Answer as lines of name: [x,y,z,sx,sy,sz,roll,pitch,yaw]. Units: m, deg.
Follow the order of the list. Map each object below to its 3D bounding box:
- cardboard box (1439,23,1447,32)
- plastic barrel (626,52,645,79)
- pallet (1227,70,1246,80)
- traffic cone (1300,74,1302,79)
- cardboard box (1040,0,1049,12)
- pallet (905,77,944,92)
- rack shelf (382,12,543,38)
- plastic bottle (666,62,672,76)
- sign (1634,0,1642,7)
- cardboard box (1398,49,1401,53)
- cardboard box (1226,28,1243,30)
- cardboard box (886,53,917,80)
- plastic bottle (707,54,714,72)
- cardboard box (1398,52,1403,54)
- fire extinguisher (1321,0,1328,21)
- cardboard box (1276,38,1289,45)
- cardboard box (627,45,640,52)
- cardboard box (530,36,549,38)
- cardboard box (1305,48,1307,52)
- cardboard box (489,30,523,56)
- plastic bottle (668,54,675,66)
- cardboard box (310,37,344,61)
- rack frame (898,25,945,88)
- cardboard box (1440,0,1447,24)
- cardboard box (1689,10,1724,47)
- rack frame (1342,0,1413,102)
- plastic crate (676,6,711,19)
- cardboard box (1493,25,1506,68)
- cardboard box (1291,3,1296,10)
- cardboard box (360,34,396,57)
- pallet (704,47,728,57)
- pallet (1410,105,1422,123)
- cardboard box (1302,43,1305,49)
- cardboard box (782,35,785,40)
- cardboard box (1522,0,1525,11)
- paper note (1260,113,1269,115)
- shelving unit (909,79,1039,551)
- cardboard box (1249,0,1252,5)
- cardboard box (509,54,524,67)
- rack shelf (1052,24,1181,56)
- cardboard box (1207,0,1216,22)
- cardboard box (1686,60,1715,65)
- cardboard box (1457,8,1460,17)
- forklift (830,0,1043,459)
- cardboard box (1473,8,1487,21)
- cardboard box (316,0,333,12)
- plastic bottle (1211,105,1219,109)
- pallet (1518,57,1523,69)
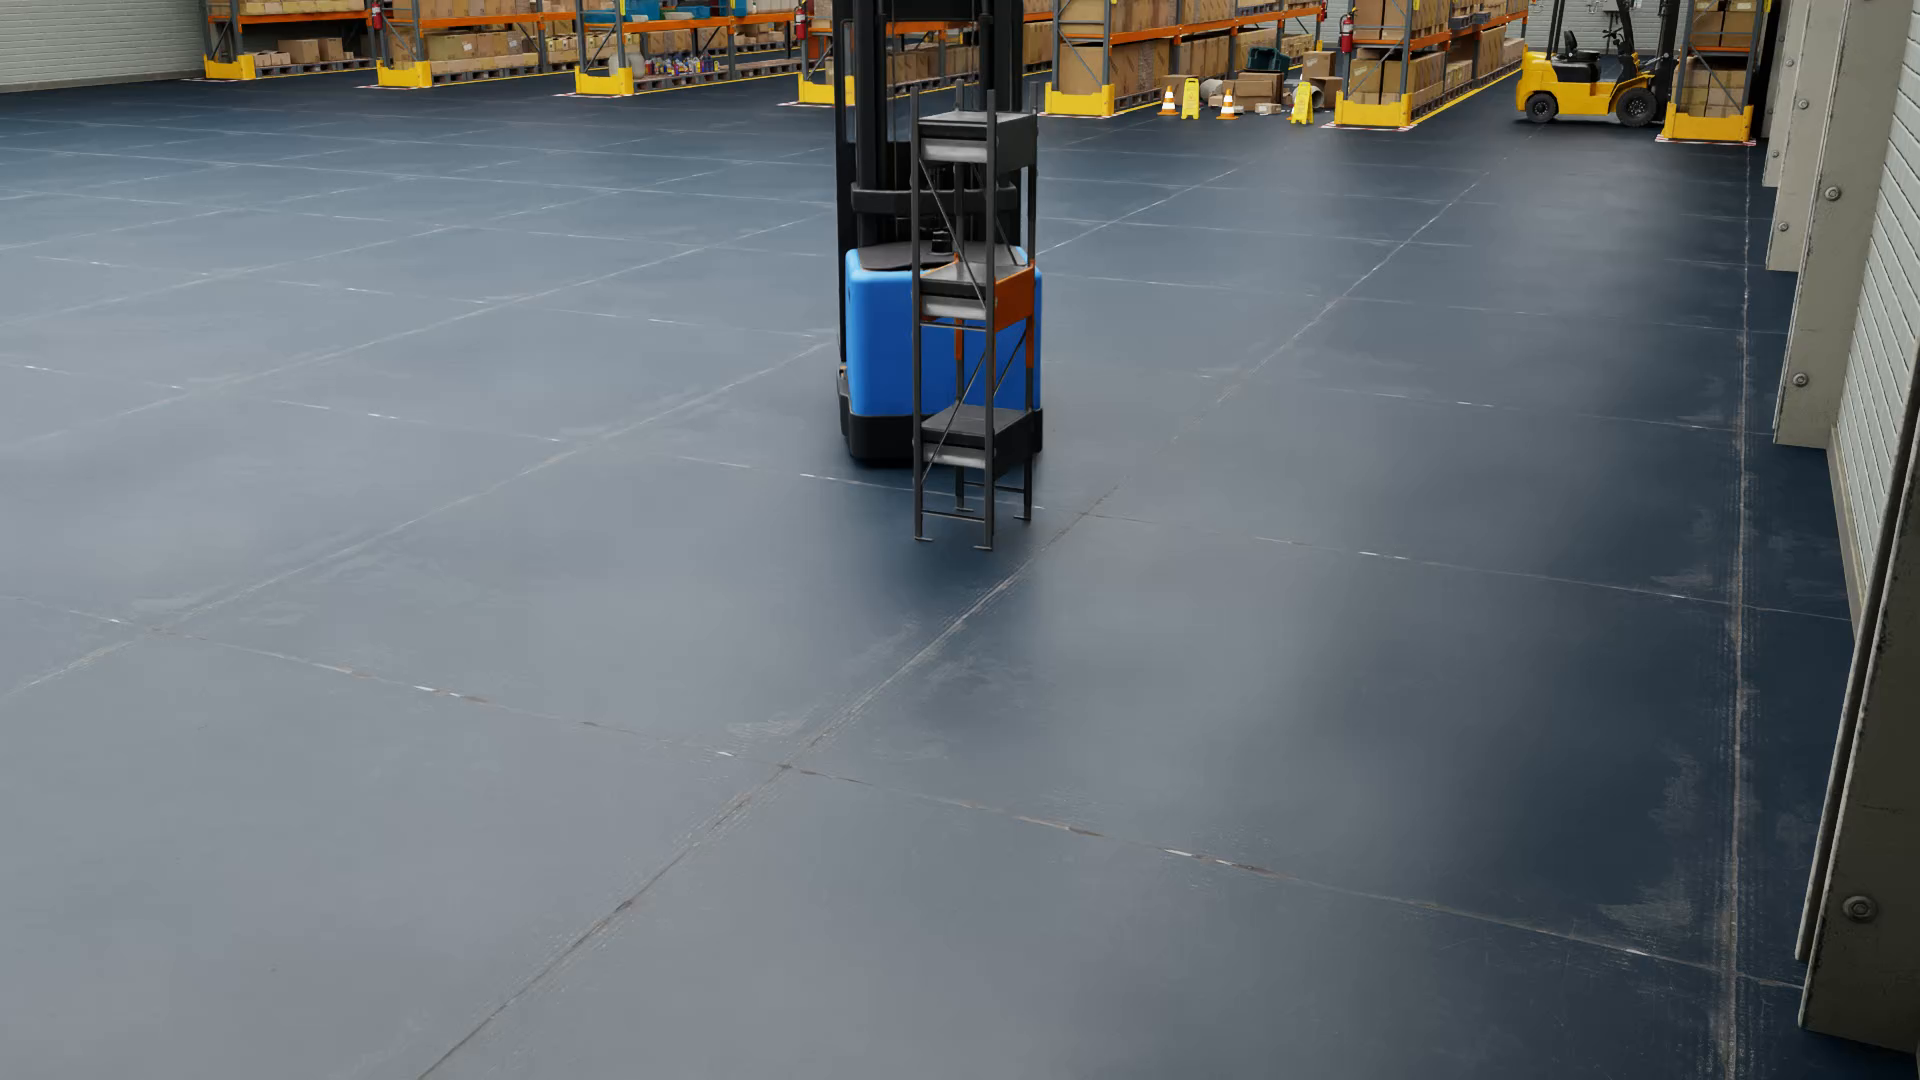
cardboard box: [8.305,-8.987,29.137,0.380,0.149,0.250,9,22,24]
plastic barrel: [-6.539,-9.530,33.374,0.421,0.512,0.421,0,20,0]
pallet: [5.656,-10.118,36.105,1.003,0.211,1.213,9,21,23]
traffic cone: [6.691,-8.924,32.372,0.336,0.463,0.334,9,21,23]
cardboard box: [1.714,-12.378,38.149,0.500,0.500,0.500,8,21,22]
pallet: [-1.030,-9.158,33.405,1.003,0.211,1.213,9,21,23]
rack shelf: [-10.642,-11.092,35.756,1.077,0.370,4.000,9,21,23]
plastic bottle: [-5.917,-9.572,33.823,0.097,0.271,0.097,0,20,0]
sign: [17.848,-14.336,43.944,0.329,0.494,0.001,9,21,23]
cardboard box: [7.451,-8.553,28.932,0.380,0.149,0.250,9,22,25]
cardboard box: [6.213,-11.437,37.636,0.500,0.250,0.500,9,22,24]
cardboard box: [-1.215,-9.409,33.054,0.500,0.500,0.500,17,26,40]
plastic bottle: [-5.306,-10.085,35.145,0.144,0.351,0.185,8,21,21]
cardboard box: [7.558,-8.270,29.103,0.500,0.500,0.500,9,22,25]
fire extinguisher: [9.135,-13.441,41.957,0.296,0.674,0.183,9,21,23]
cardboard box: [7.614,-11.871,39.612,0.380,0.149,0.250,8,21,21]
cardboard box: [-8.178,-11.973,40.637,0.500,0.250,0.500,9,22,24]
cardboard box: [-9.711,-11.532,38.559,0.500,0.311,0.500,9,22,24]
cardboard box: [8.386,-12.143,41.264,0.380,0.149,0.250,8,21,22]
cardboard box: [-10.029,-10.975,36.711,0.500,0.500,0.500,9,21,23]
plastic bottle: [-6.092,-10.073,35.114,0.144,0.351,0.185,8,21,20]
cardboard box: [-14.732,-11.428,38.700,0.500,0.500,0.500,7,21,19]
rack frame: [-0.787,-10.682,33.529,1.000,3.000,0.127,9,21,23]
cardboard box: [8.094,-9.181,28.716,0.500,0.500,0.500,9,22,25]
cardboard box: [11.108,-7.653,24.863,0.500,0.500,0.500,8,21,21]
rack frame: [6.616,-8.100,26.267,1.000,3.000,0.127,9,21,23]
plastic crate: [-5.511,-10.916,34.409,0.499,0.251,0.616,9,21,23]
cardboard box: [11.349,-10.764,36.304,0.875,0.875,0.875,9,22,24]
cardboard box: [7.766,-12.668,39.488,0.380,0.149,0.250,9,21,24]
cardboard box: [-14.058,-11.978,40.247,0.700,0.500,0.500,9,22,25]
pallet: [-6.846,-12.920,43.985,1.003,0.211,1.213,9,21,23]
pallet: [7.012,-7.053,27.485,1.003,0.211,1.213,9,21,23]
cardboard box: [8.243,-12.114,40.740,0.380,0.149,0.250,9,21,24]
cardboard box: [-5.155,-14.272,47.195,0.380,0.166,0.250,9,21,23]
cardboard box: [12.993,-12.703,39.061,0.500,0.500,0.500,8,21,22]
paper note: [5.187,-7.263,28.345,0.148,0.019,0.142,1,20,4]
shelving unit: [0.068,-1.040,7.759,0.431,2.100,0.503,9,21,23]
cardboard box: [6.138,-11.711,36.170,0.380,0.149,0.250,9,22,24]
cardboard box: [-10.027,-10.622,36.836,0.500,0.250,0.500,9,21,23]
rack shelf: [2.878,-9.020,29.930,1.077,0.370,4.000,9,21,23]
cardboard box: [4.779,-10.604,33.159,0.500,0.500,0.500,9,21,24]
cardboard box: [11.888,-7.603,26.854,0.500,0.250,0.500,9,22,25]
cardboard box: [8.879,-9.603,30.242,0.380,0.149,0.250,9,21,24]
forklift: [-0.208,-2.268,9.972,1.130,2.935,3.031,-2,20,-5]
cardboard box: [10.322,-10.590,33.493,0.500,0.250,0.500,8,21,22]
cardboard box: [-14.665,-12.166,37.897,0.500,0.250,0.500,8,21,22]
plastic bottle: [4.508,-7.669,29.441,0.133,0.061,0.283,1,20,4]
pallet: [12.912,-11.422,39.770,1.003,0.211,1.213,9,21,23]
